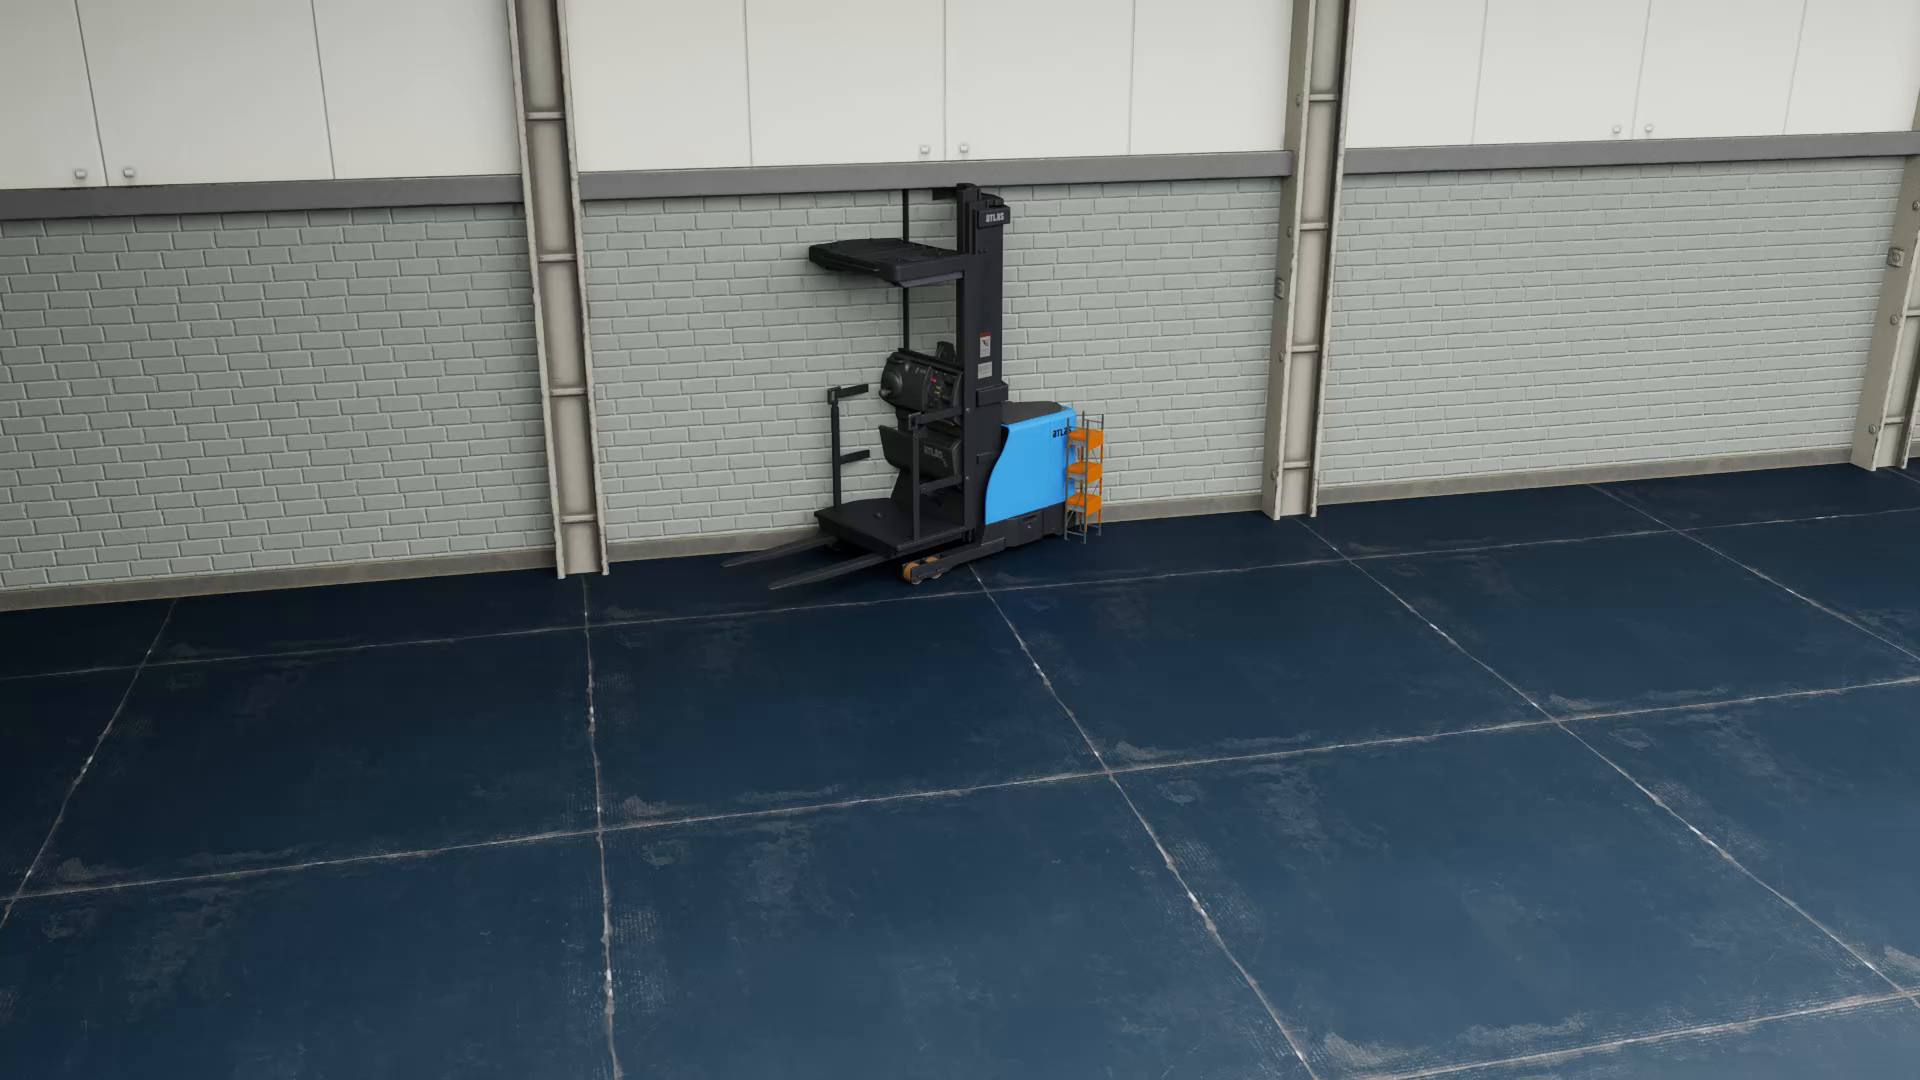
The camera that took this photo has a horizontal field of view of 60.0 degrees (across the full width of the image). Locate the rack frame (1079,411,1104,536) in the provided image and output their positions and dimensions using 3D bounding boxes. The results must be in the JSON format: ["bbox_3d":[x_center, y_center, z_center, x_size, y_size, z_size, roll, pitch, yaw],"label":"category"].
[{"bbox_3d":[1.090,-0.550,13.789,0.200,1.050,0.008,13,24,32],"label":"rack frame"}]

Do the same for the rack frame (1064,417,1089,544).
[{"bbox_3d":[0.953,-0.480,13.600,0.200,1.050,0.008,13,24,32],"label":"rack frame"}]

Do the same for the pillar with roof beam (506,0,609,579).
[{"bbox_3d":[-1.995,-2.549,7.690,0.400,9.000,9.100,-5,21,-12],"label":"pillar with roof beam"}]

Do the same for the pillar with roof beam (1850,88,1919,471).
[{"bbox_3d":[9.683,-3.499,10.283,0.400,9.000,9.100,-5,21,-12],"label":"pillar with roof beam"}]

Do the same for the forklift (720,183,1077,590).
[{"bbox_3d":[-0.470,-1.235,12.925,3.031,2.935,1.130,-17,26,-38],"label":"forklift"}]

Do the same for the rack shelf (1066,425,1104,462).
[{"bbox_3d":[1.021,-0.772,13.601,0.215,0.259,0.240,13,24,32],"label":"rack shelf"}]

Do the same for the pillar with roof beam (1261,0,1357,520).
[{"bbox_3d":[3.844,-3.024,8.987,0.400,9.000,9.100,-5,21,-12],"label":"pillar with roof beam"}]

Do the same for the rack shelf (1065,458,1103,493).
[{"bbox_3d":[1.021,-0.505,13.698,0.215,0.259,0.240,13,24,32],"label":"rack shelf"}]

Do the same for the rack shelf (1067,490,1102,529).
[{"bbox_3d":[1.021,-0.244,13.794,0.215,0.259,0.240,13,24,32],"label":"rack shelf"}]

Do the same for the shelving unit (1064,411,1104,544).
[{"bbox_3d":[1.021,-0.515,13.695,0.215,1.050,0.252,13,24,32],"label":"shelving unit"}]
